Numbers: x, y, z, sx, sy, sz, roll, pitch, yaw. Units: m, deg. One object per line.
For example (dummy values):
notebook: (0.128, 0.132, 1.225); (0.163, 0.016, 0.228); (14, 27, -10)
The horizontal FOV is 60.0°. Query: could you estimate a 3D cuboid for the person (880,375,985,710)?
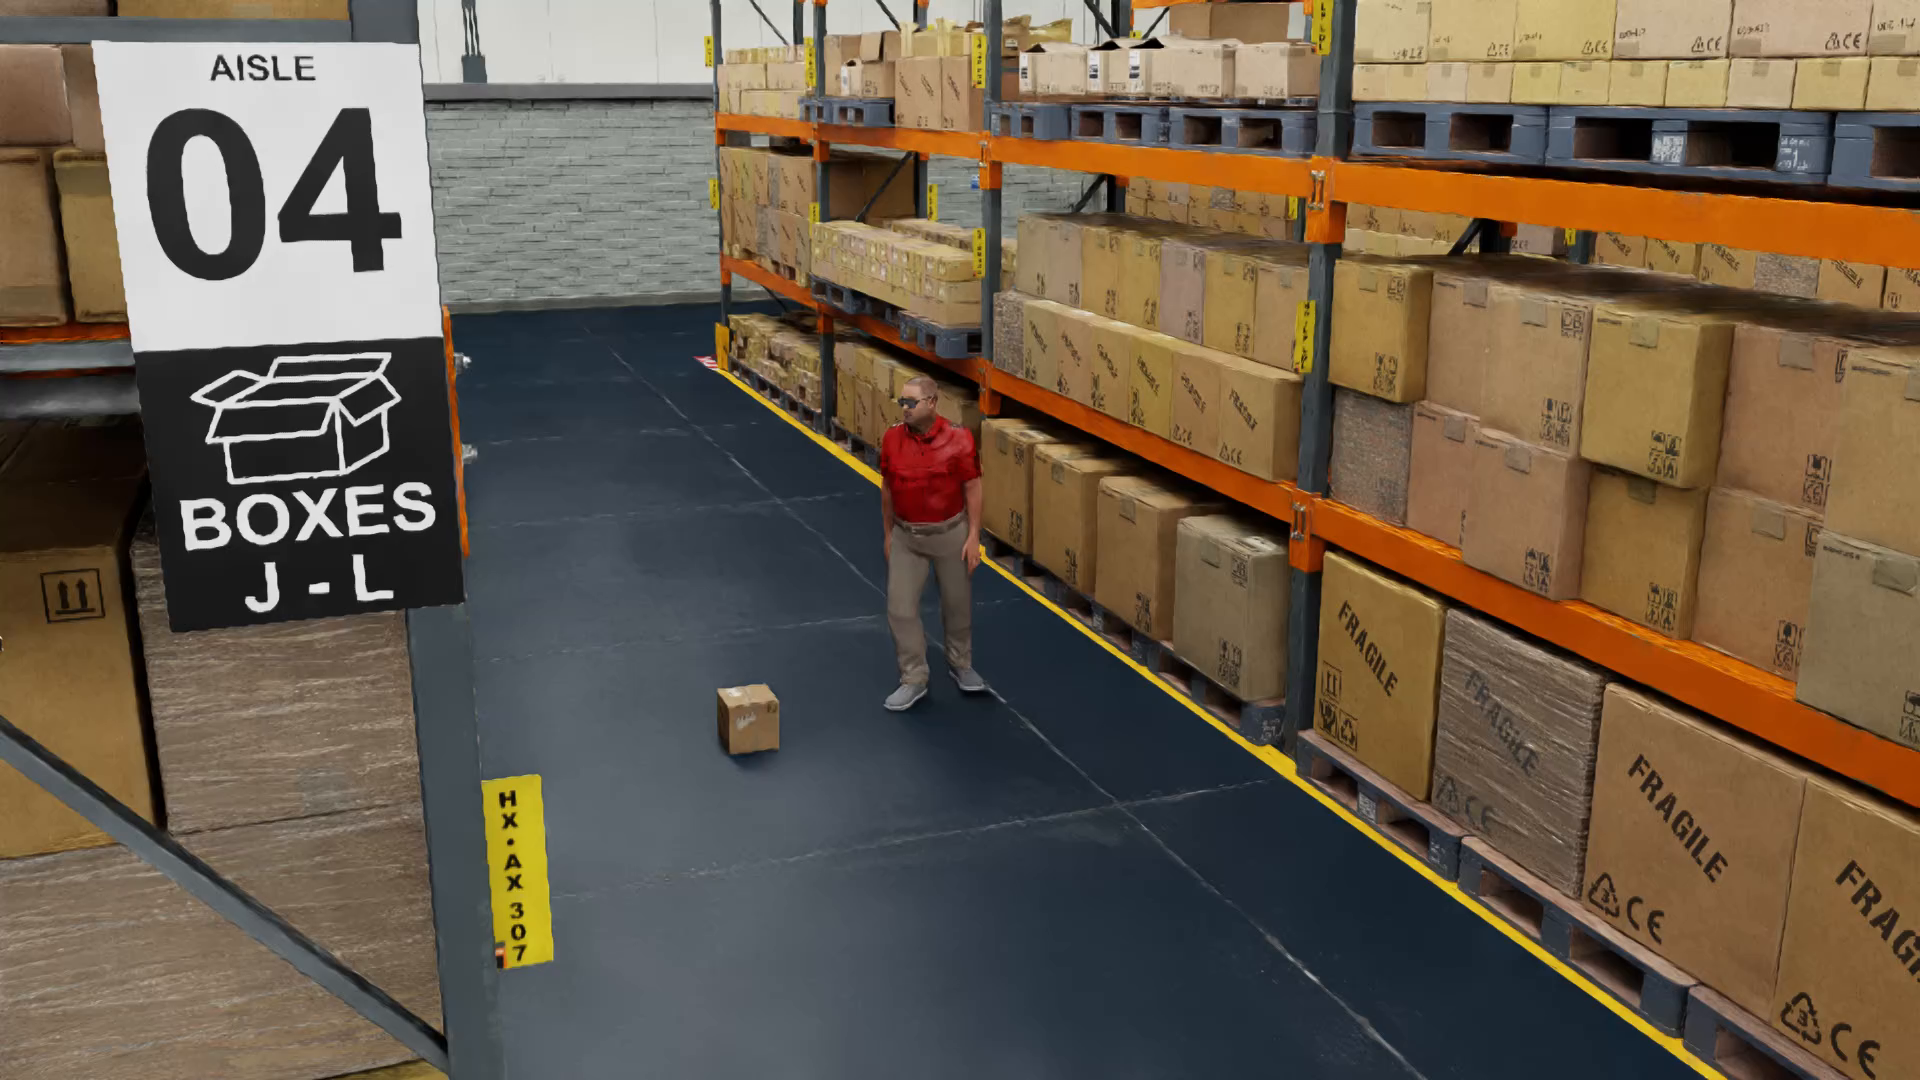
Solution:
person: (-0.151, -0.008, 8.589); (0.557, 1.719, 0.592); (4, 16, 14)
